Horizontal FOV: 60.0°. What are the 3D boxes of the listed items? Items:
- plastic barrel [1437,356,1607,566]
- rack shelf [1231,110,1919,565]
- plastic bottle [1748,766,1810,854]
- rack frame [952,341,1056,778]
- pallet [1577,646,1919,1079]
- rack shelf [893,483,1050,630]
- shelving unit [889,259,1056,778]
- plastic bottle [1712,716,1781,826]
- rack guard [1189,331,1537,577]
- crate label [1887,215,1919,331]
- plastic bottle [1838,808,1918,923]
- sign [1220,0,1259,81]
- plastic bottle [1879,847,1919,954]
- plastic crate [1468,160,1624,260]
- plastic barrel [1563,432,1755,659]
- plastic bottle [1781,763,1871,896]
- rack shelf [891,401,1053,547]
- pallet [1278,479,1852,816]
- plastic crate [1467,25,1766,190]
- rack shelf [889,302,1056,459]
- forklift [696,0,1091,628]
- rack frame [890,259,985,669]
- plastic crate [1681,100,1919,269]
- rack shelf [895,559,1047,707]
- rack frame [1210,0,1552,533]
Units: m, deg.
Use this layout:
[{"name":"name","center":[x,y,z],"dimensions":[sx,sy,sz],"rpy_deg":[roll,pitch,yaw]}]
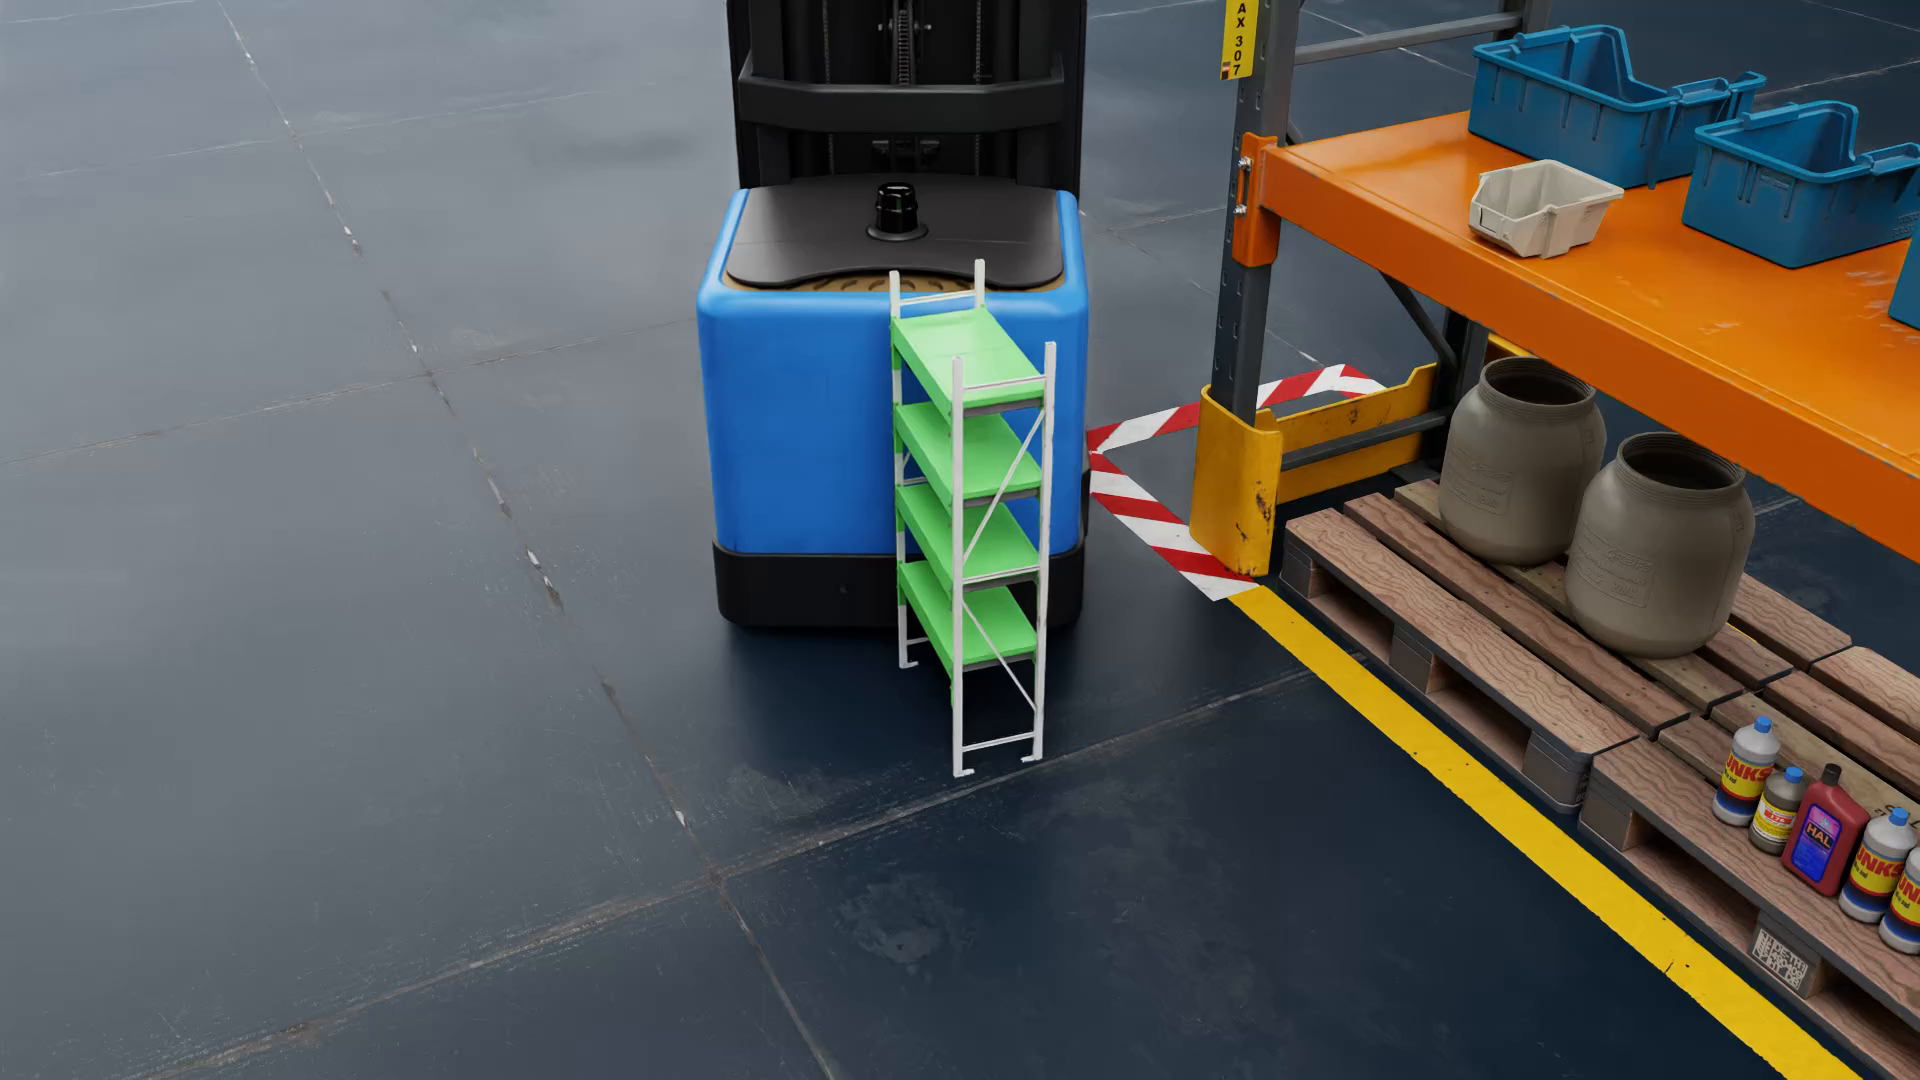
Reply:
[{"name":"plastic barrel","center":[1.600,-0.225,4.737],"dimensions":[0.421,0.512,0.421],"rpy_deg":[0,33,0]},{"name":"rack shelf","center":[2.158,-0.133,3.344],"dimensions":[1.077,0.370,4.000],"rpy_deg":[-16,36,-23]},{"name":"plastic bottle","center":[1.843,0.596,3.726],"dimensions":[0.097,0.201,0.097],"rpy_deg":[0,33,0]},{"name":"rack frame","center":[0.099,0.085,4.005],"dimensions":[0.240,1.200,0.015],"rpy_deg":[-10,34,-15]},{"name":"pallet","center":[2.241,0.779,3.839],"dimensions":[1.003,0.211,1.213],"rpy_deg":[-16,36,-23]},{"name":"rack shelf","center":[0.022,0.014,4.235],"dimensions":[0.258,0.148,0.480],"rpy_deg":[-10,34,-15]},{"name":"shelving unit","center":[0.022,-0.040,4.200],"dimensions":[0.258,1.200,0.503],"rpy_deg":[-10,34,-15]},{"name":"plastic bottle","center":[1.795,0.517,3.784],"dimensions":[0.097,0.271,0.097],"rpy_deg":[0,33,0]},{"name":"rack guard","center":[1.302,-0.313,5.276],"dimensions":[1.175,0.500,0.348],"rpy_deg":[-16,36,-23]},{"name":"crate label","center":[2.323,-0.595,3.365],"dimensions":[0.502,0.435,0.616],"rpy_deg":[-16,36,-23]},{"name":"plastic bottle","center":[1.955,0.681,3.528],"dimensions":[0.097,0.271,0.097],"rpy_deg":[0,33,0]},{"name":"sign","center":[0.737,-1.370,4.352],"dimensions":[0.100,0.325,0.005],"rpy_deg":[-16,36,-23]},{"name":"plastic bottle","center":[2.001,0.728,3.454],"dimensions":[0.097,0.271,0.097],"rpy_deg":[0,33,0]},{"name":"plastic crate","center":[1.358,-0.771,3.918],"dimensions":[0.298,0.136,0.250],"rpy_deg":[-16,36,-23]},{"name":"plastic barrel","center":[1.834,0.015,4.364],"dimensions":[0.421,0.512,0.421],"rpy_deg":[0,33,0]},{"name":"plastic bottle","center":[1.884,0.625,3.605],"dimensions":[0.061,0.283,0.133],"rpy_deg":[-15,36,-22]},{"name":"rack shelf","center":[0.022,-0.188,4.105],"dimensions":[0.258,0.148,0.480],"rpy_deg":[-10,34,-15]},{"name":"pallet","center":[1.676,0.197,4.746],"dimensions":[1.003,0.211,1.213],"rpy_deg":[-16,36,-23]},{"name":"plastic crate","center":[1.723,-1.164,4.424],"dimensions":[0.499,0.251,0.616],"rpy_deg":[-16,36,-23]},{"name":"rack shelf","center":[0.022,-0.390,3.976],"dimensions":[0.258,0.148,0.480],"rpy_deg":[-10,34,-15]},{"name":"forklift","center":[-0.157,-1.742,5.252],"dimensions":[1.130,2.935,3.031],"rpy_deg":[0,33,1]},{"name":"rack frame","center":[-0.055,-0.165,4.395],"dimensions":[0.240,1.200,0.015],"rpy_deg":[-10,34,-15]},{"name":"plastic crate","center":[2.021,-0.853,3.938],"dimensions":[0.499,0.251,0.408],"rpy_deg":[-16,36,-23]},{"name":"rack shelf","center":[0.022,0.216,4.364],"dimensions":[0.258,0.148,0.480],"rpy_deg":[-10,34,-15]},{"name":"rack frame","center":[1.225,-1.390,4.639],"dimensions":[1.000,3.000,0.127],"rpy_deg":[-16,36,-23]}]
